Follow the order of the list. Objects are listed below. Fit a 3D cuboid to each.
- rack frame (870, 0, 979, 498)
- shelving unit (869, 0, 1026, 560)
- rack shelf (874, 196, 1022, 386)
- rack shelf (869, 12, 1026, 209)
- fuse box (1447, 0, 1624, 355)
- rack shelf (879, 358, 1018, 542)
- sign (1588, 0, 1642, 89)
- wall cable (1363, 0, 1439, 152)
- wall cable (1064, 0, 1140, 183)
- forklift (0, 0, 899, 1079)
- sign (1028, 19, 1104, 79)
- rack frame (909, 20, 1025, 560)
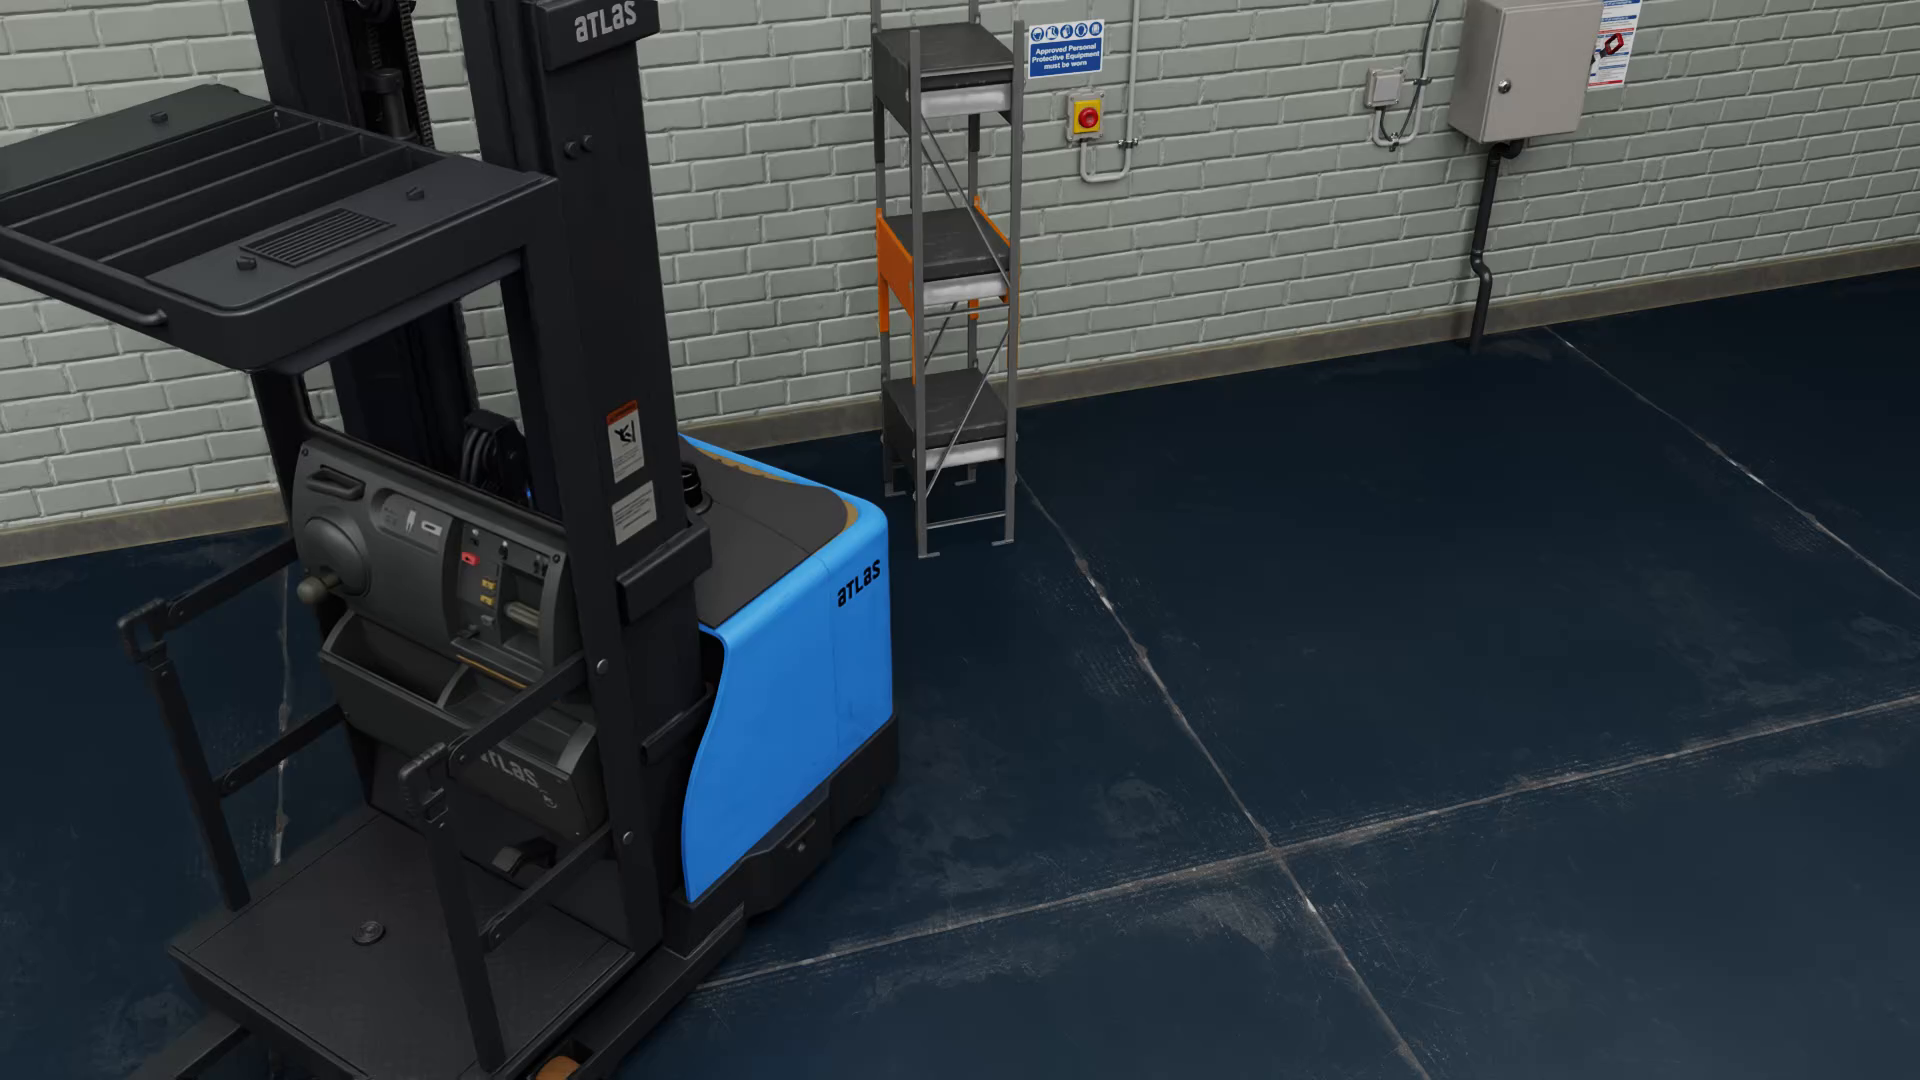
[{"bbox_3d":[-0.125,-1.091,6.497,0.400,2.100,0.015,-10,35,-15],"label":"rack frame"},{"bbox_3d":[-0.050,-0.963,6.303,0.431,2.100,0.503,-10,35,-15],"label":"shelving unit"},{"bbox_3d":[-0.050,-0.952,6.310,0.431,0.518,0.480,-10,35,-15],"label":"rack shelf"},{"bbox_3d":[-0.050,-1.536,5.924,0.431,0.518,0.480,-10,35,-15],"label":"rack shelf"},{"bbox_3d":[2.546,-1.622,7.653,0.539,1.711,0.414,-10,35,-15],"label":"fuse box"},{"bbox_3d":[-0.050,-0.368,6.696,0.431,0.518,0.480,-10,35,-15],"label":"rack shelf"},{"bbox_3d":[2.953,-2.312,7.614,0.329,0.494,0.001,-10,35,-15],"label":"sign"},{"bbox_3d":[1.848,-2.552,6.969,0.588,1.984,0.122,-10,35,-15],"label":"wall cable"},{"bbox_3d":[0.501,-2.320,6.591,0.585,1.953,0.123,-10,35,-15],"label":"wall cable"},{"bbox_3d":[-1.427,0.108,3.928,1.130,2.935,3.031,20,38,27],"label":"forklift"},{"bbox_3d":[0.436,-2.020,6.841,0.327,0.218,0.001,-10,35,-15],"label":"sign"},{"bbox_3d":[0.024,-0.835,6.109,0.400,2.100,0.015,-10,35,-15],"label":"rack frame"}]
